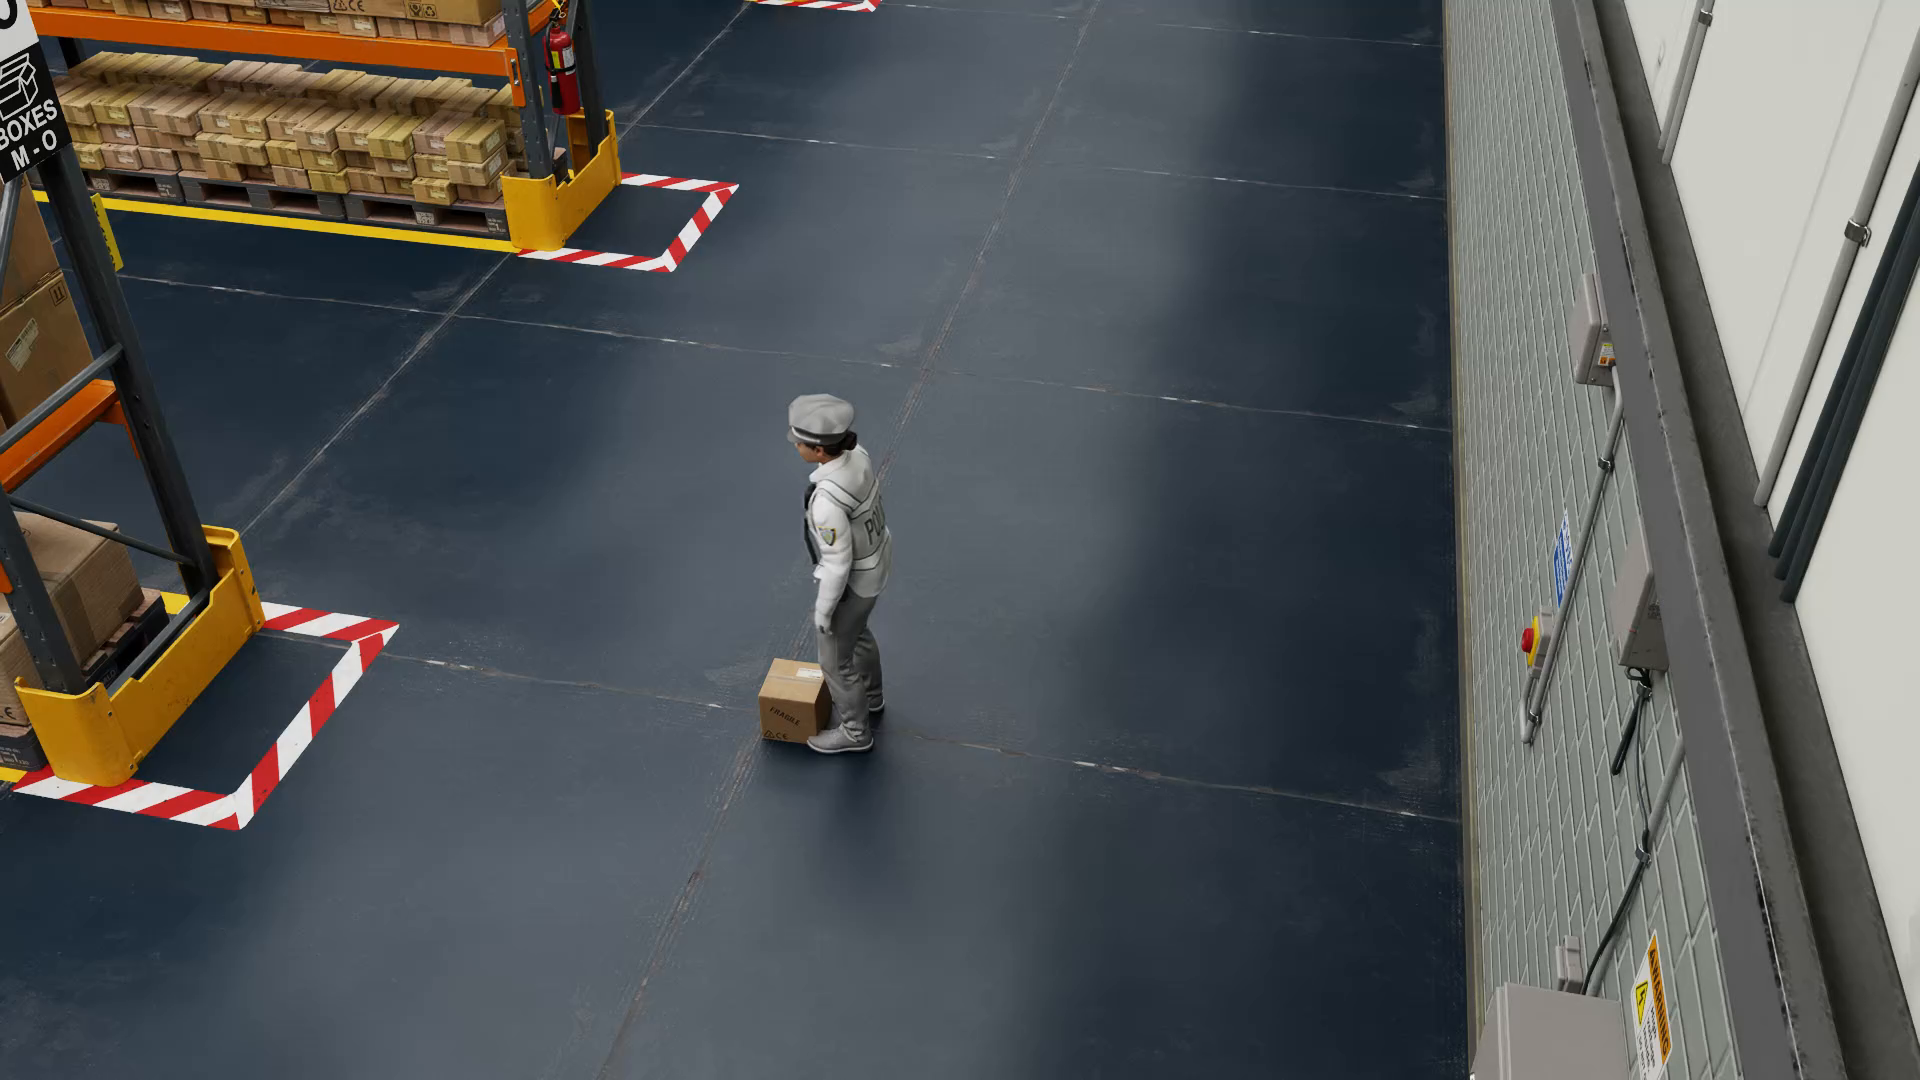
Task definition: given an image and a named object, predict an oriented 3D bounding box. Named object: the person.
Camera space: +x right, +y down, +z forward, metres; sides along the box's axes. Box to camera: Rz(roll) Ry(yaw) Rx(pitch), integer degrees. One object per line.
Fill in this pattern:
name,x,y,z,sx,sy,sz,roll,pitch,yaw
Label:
person,-0.470,0.158,6.750,0.372,1.663,0.526,7,37,9
